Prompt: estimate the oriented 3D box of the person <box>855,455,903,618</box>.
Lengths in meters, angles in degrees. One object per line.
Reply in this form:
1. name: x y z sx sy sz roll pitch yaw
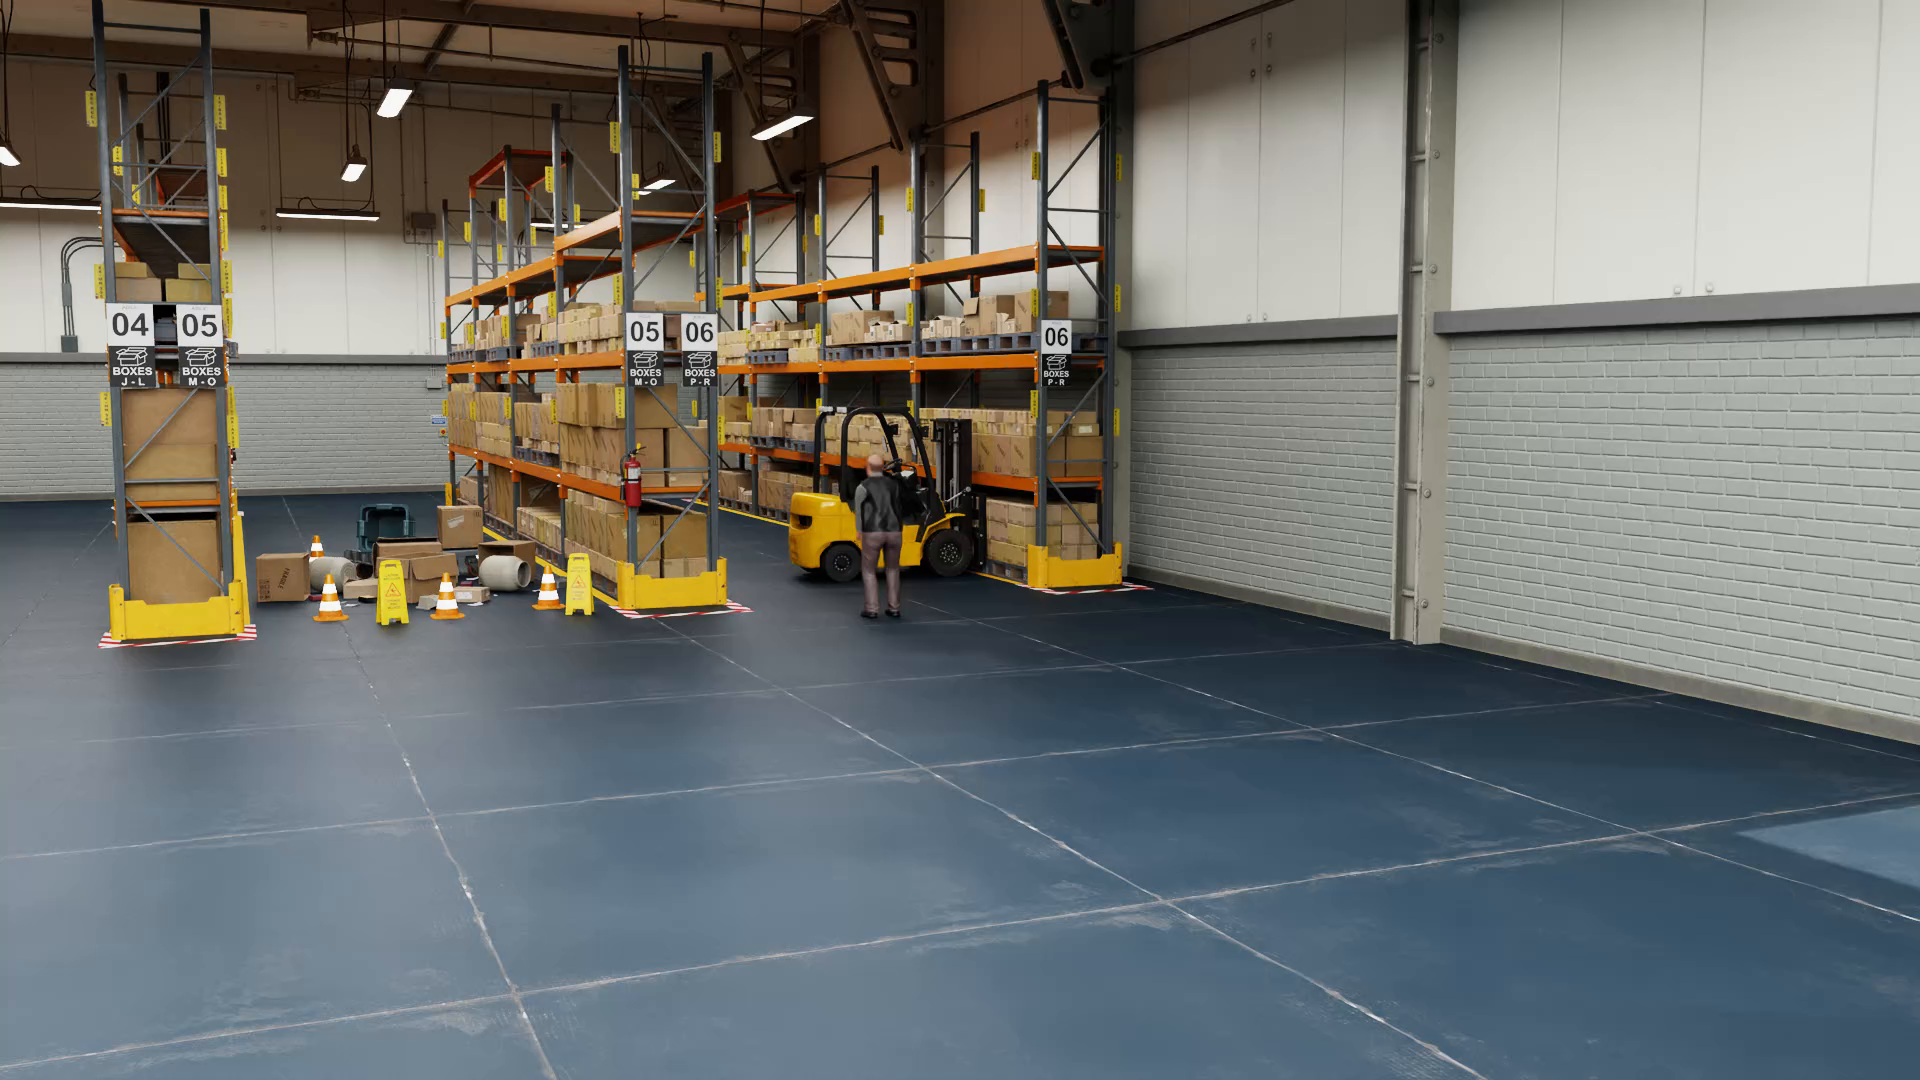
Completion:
1. person: -0.859 -0.046 17.509 0.445 1.703 0.582 -2 6 -25
